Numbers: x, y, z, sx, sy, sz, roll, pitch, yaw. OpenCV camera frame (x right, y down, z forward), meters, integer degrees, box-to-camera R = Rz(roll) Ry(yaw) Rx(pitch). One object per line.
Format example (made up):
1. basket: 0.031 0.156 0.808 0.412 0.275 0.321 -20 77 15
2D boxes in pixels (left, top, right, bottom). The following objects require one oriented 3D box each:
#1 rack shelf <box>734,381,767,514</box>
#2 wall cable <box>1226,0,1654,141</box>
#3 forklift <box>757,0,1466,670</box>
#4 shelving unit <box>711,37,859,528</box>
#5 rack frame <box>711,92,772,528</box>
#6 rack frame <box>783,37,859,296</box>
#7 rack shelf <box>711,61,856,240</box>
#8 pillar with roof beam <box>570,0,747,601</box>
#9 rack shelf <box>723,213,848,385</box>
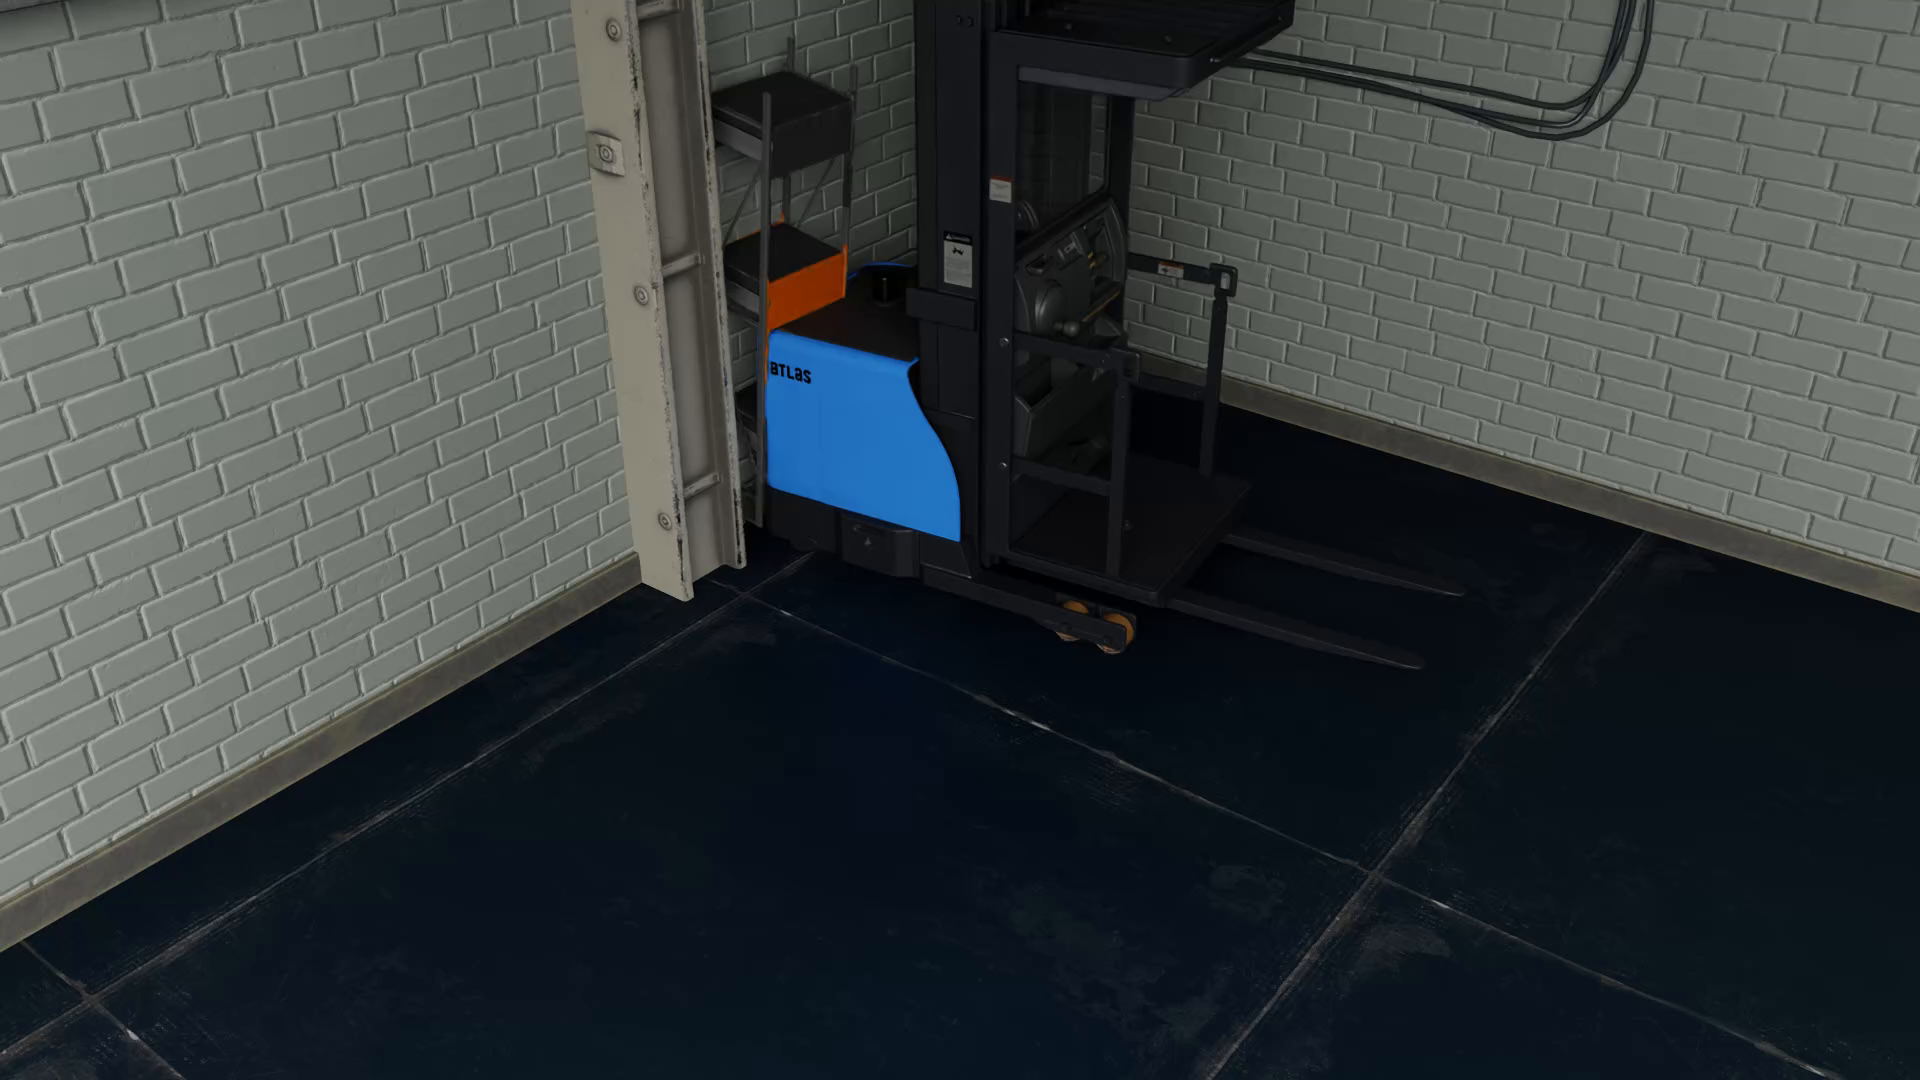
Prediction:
1. rack shelf: -0.884 -0.513 7.769 0.431 0.518 0.480 31 43 29
2. wall cable: 1.626 -3.182 7.339 3.097 2.526 0.112 21 37 31
3. forklift: 0.641 -1.096 6.725 3.031 2.935 1.130 16 34 25
4. shelving unit: -0.820 -1.082 7.342 0.431 2.100 0.503 31 43 29
5. rack frame: -0.980 -0.982 7.186 0.400 2.100 0.015 31 43 29
6. rack frame: -0.661 -1.181 7.498 0.400 2.100 0.015 31 43 29
7. rack shelf: -0.760 -1.629 6.932 0.431 0.518 0.480 31 43 29
8. pillar with roof beam: 2.225 -2.403 2.978 9.100 9.000 0.400 21 37 31
9. rack shelf: -0.822 -1.071 7.351 0.431 0.518 0.480 31 43 29
